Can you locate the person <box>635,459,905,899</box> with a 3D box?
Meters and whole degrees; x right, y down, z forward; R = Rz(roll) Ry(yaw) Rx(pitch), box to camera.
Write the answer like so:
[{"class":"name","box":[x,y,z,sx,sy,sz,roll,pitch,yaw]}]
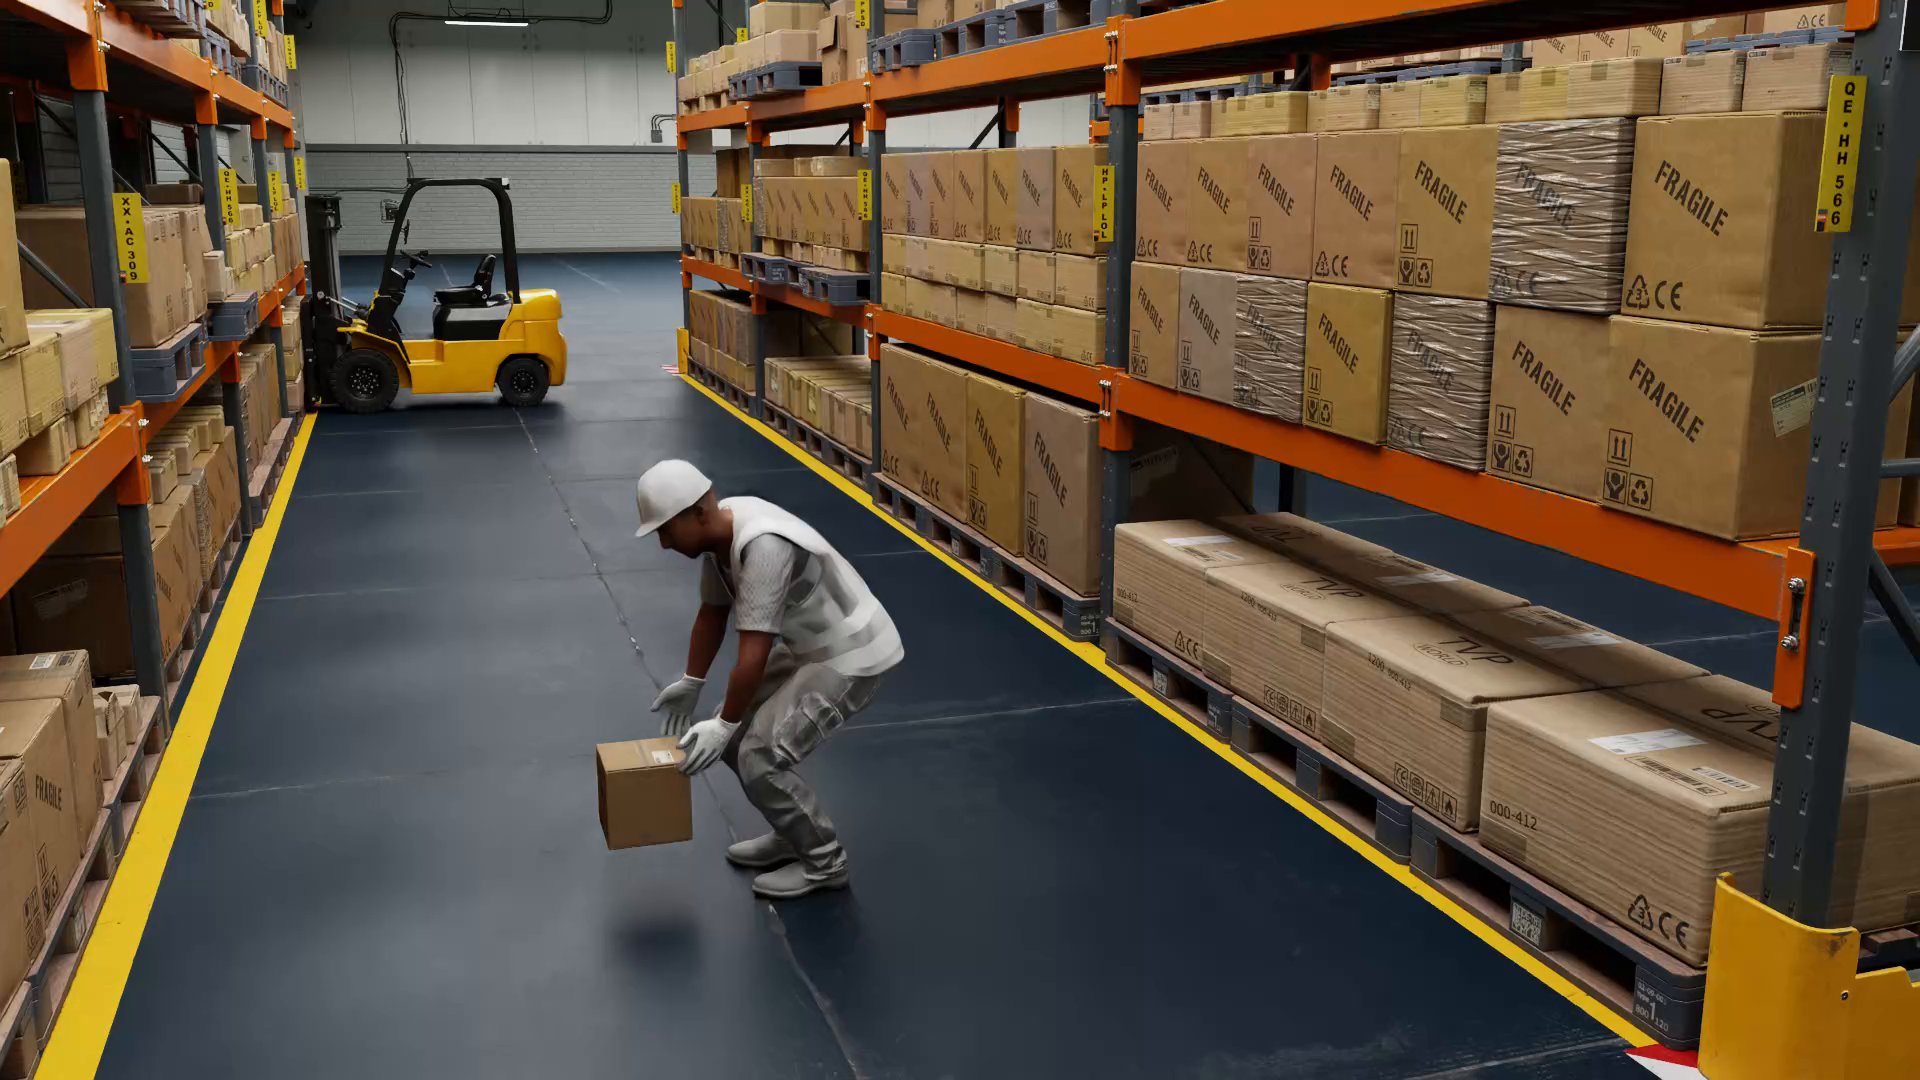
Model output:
[{"class":"person","box":[-0.568,0.407,5.065,0.801,1.352,0.613,-4,13,-18]}]
